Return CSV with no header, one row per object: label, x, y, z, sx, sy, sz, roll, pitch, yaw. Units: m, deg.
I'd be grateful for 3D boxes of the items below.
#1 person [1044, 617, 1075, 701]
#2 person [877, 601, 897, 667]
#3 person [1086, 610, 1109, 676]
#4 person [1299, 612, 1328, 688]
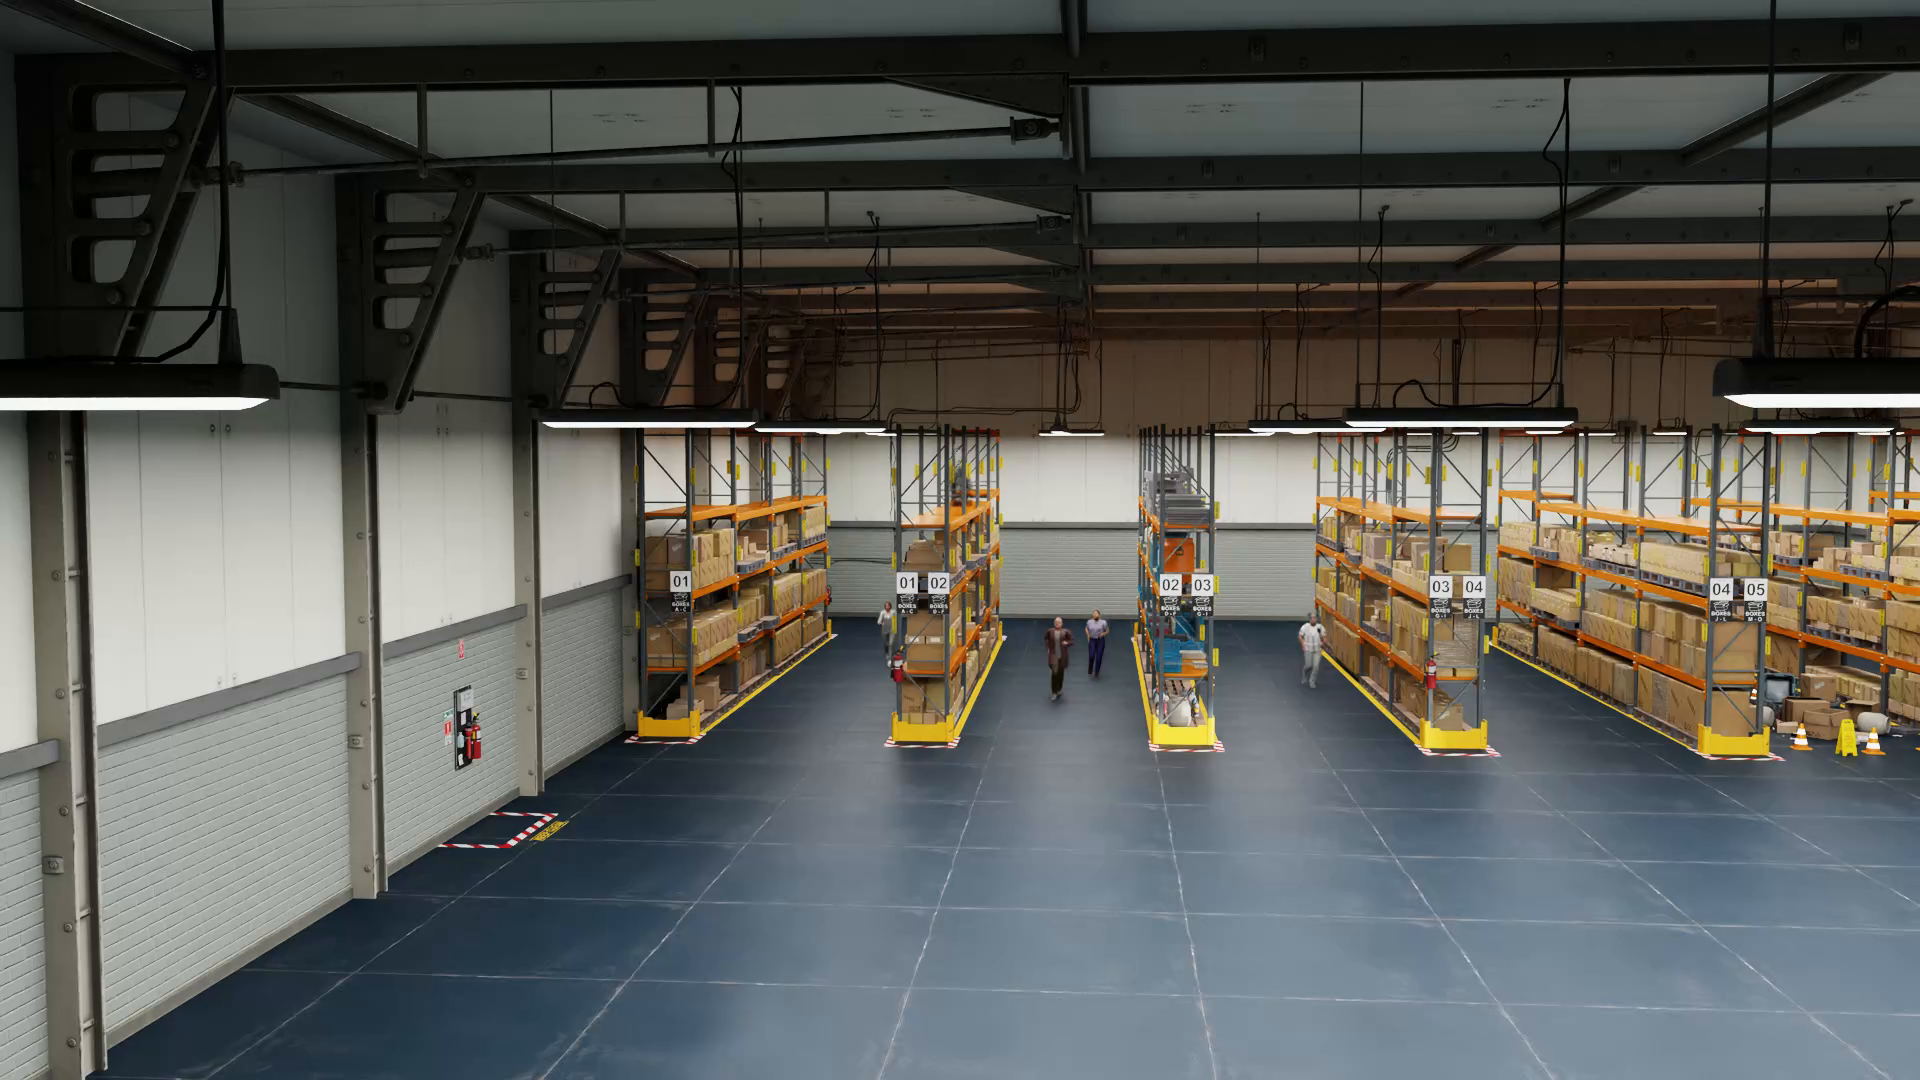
person,2.190,2.623,36.630,0.665,1.857,0.849,0,3,3
person,-1.817,2.353,42.077,0.536,1.609,0.875,0,3,1
person,3.288,2.481,39.972,0.586,1.613,0.583,1,4,9
person,8.136,2.526,38.255,0.649,1.755,0.564,0,3,6
